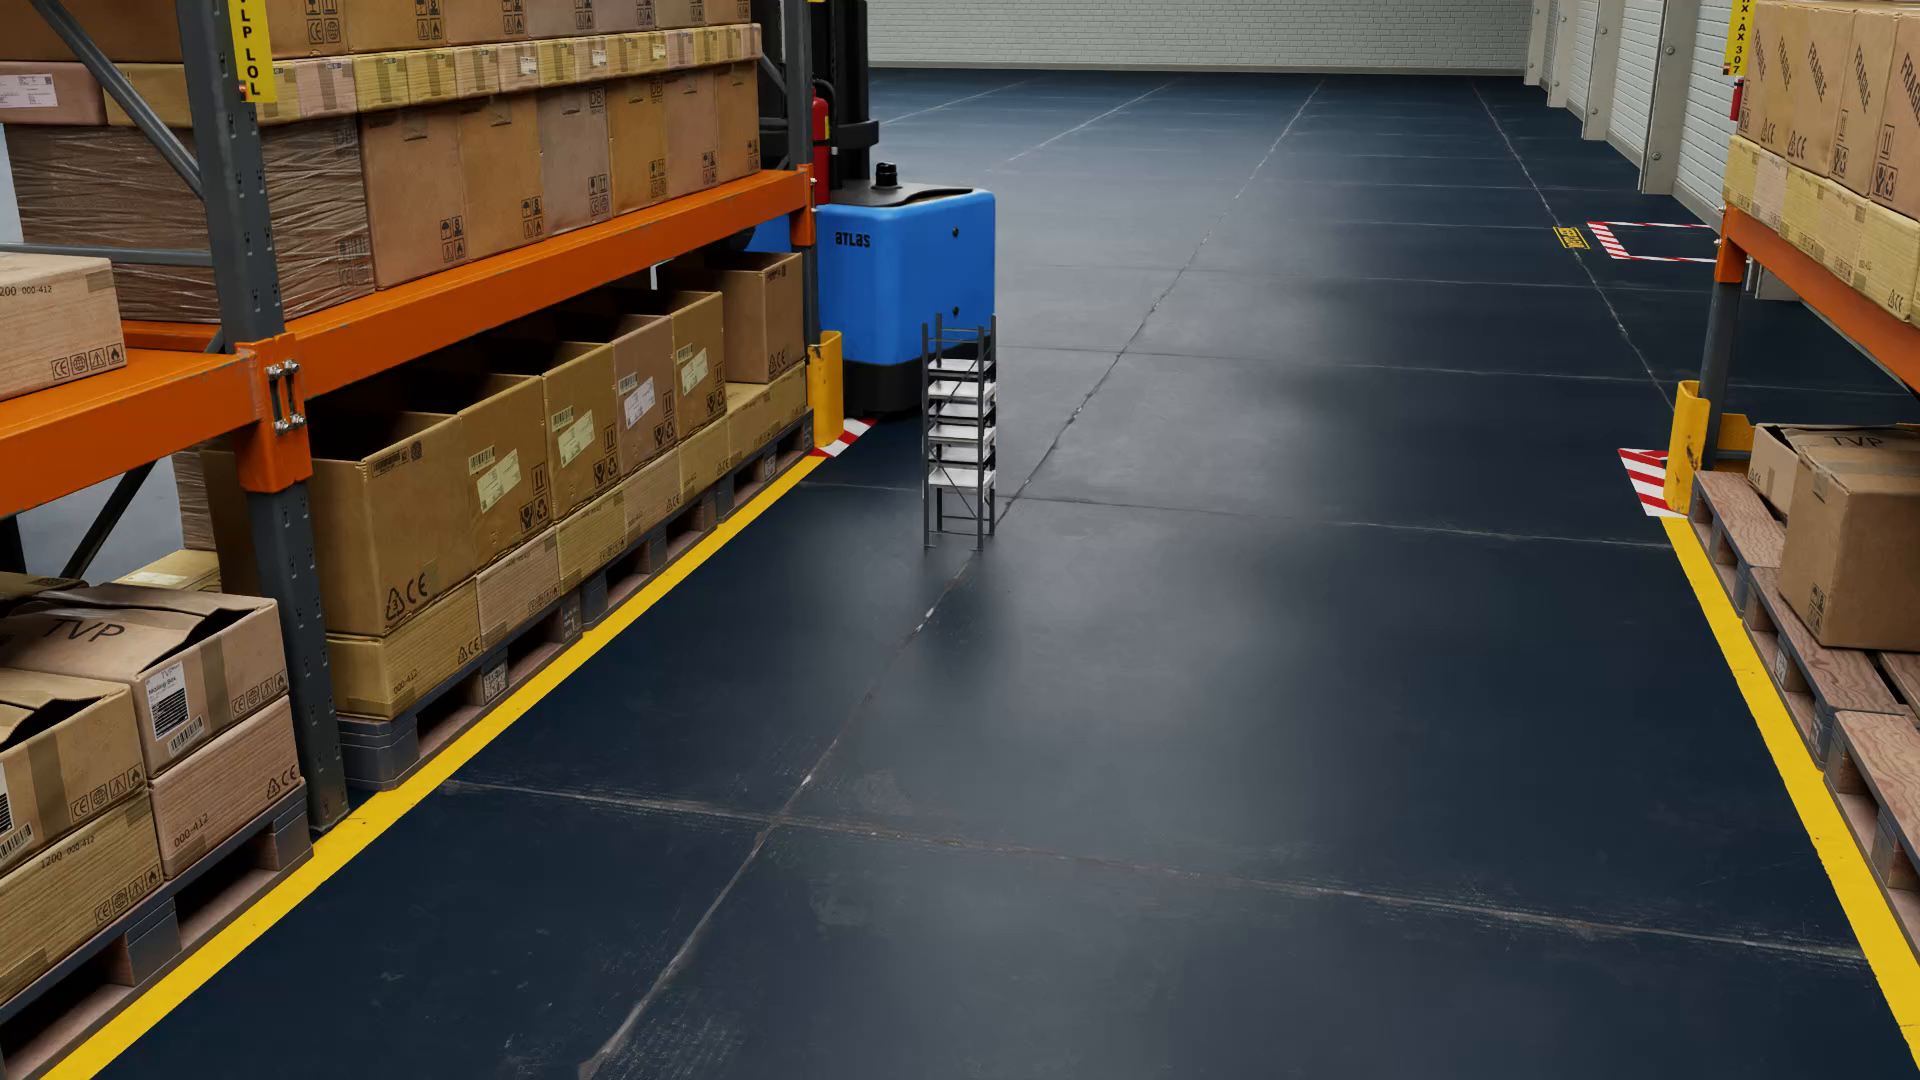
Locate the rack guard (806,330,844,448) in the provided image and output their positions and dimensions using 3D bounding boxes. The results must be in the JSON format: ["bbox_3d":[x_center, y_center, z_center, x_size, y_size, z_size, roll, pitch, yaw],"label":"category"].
[{"bbox_3d":[-1.169,-0.775,8.182,1.175,0.500,0.348,5,19,13],"label":"rack guard"}]

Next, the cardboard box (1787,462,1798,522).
[{"bbox_3d":[3.234,-0.107,5.840,0.500,0.311,0.500,6,20,18],"label":"cardboard box"}]

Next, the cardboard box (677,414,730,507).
[{"bbox_3d":[-1.251,-0.341,6.651,0.500,0.250,0.500,5,19,13],"label":"cardboard box"}]

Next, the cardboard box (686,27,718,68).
[{"bbox_3d":[-1.209,-2.007,6.765,0.380,0.149,0.250,4,19,13],"label":"cardboard box"}]

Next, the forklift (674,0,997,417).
[{"bbox_3d":[-1.306,-2.360,9.061,3.031,2.935,1.130,12,22,32],"label":"forklift"}]

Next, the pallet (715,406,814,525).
[{"bbox_3d":[-1.321,-0.387,7.495,1.003,0.211,1.213,5,19,13],"label":"pallet"}]

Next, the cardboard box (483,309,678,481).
[{"bbox_3d":[-1.371,-0.540,6.071,0.500,0.500,0.500,5,19,13],"label":"cardboard box"}]

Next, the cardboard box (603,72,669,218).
[{"bbox_3d":[-1.552,-1.532,6.377,0.700,0.500,0.500,5,19,14],"label":"cardboard box"}]

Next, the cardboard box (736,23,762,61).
[{"bbox_3d":[-1.084,-2.169,7.240,0.380,0.149,0.250,4,19,12],"label":"cardboard box"}]

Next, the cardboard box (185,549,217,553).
[{"bbox_3d":[-2.119,0.088,5.394,0.500,0.250,0.500,5,19,13],"label":"cardboard box"}]

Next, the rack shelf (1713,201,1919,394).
[{"bbox_3d":[3.141,-0.593,4.895,1.077,0.370,4.000,5,19,13],"label":"rack shelf"}]

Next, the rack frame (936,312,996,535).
[{"bbox_3d":[0.023,-0.455,6.628,0.240,0.900,0.006,5,19,13],"label":"rack frame"}]

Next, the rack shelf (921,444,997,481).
[{"bbox_3d":[-0.002,-0.307,6.575,0.258,0.077,0.200,5,19,13],"label":"rack shelf"}]

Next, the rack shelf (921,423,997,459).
[{"bbox_3d":[-0.002,-0.392,6.545,0.258,0.077,0.200,5,19,13],"label":"rack shelf"}]

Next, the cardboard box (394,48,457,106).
[{"bbox_3d":[-1.714,-1.361,4.874,0.380,0.149,0.250,4,19,13],"label":"cardboard box"}]

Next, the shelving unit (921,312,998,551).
[{"bbox_3d":[-0.002,-0.423,6.535,0.258,0.900,0.210,5,19,13],"label":"shelving unit"}]

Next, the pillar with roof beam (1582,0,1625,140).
[{"bbox_3d":[4.520,-10.093,22.315,9.100,9.000,0.400,5,19,13],"label":"pillar with roof beam"}]

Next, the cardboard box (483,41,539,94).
[{"bbox_3d":[-1.588,-1.524,5.349,0.380,0.149,0.250,4,19,12],"label":"cardboard box"}]

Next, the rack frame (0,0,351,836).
[{"bbox_3d":[-2.152,-0.696,4.085,1.000,3.000,0.127,5,19,13],"label":"rack frame"}]

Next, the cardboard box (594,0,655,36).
[{"bbox_3d":[-1.560,-2.126,6.109,0.700,0.500,0.500,5,19,14],"label":"cardboard box"}]

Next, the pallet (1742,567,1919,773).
[{"bbox_3d":[3.078,0.417,5.141,1.003,0.211,1.213,5,19,13],"label":"pallet"}]

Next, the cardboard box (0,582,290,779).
[{"bbox_3d":[-1.973,0.290,3.933,0.500,0.311,0.500,5,19,13],"label":"cardboard box"}]

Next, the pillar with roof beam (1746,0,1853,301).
[{"bbox_3d":[1.589,-6.332,11.303,9.100,9.000,0.400,5,19,13],"label":"pillar with roof beam"}]

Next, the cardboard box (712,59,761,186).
[{"bbox_3d":[-1.302,-1.852,7.314,0.700,0.500,0.500,5,19,13],"label":"cardboard box"}]

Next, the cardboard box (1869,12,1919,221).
[{"bbox_3d":[2.718,-1.086,4.267,0.500,0.500,0.500,4,19,12],"label":"cardboard box"}]

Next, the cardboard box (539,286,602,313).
[{"bbox_3d":[-1.752,-0.737,6.649,0.500,0.500,0.500,5,19,13],"label":"cardboard box"}]

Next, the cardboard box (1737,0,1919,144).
[{"bbox_3d":[3.221,-1.727,6.145,0.500,0.500,0.500,5,19,13],"label":"cardboard box"}]

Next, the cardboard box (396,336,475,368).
[{"bbox_3d":[-1.999,-0.424,5.732,0.500,0.500,0.500,5,19,13],"label":"cardboard box"}]

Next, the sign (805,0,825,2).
[{"bbox_3d":[-0.652,-2.563,7.392,0.100,0.325,0.005,5,19,13],"label":"sign"}]

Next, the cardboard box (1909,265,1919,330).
[{"bbox_3d":[2.604,-0.573,3.924,0.500,0.250,0.500,5,19,14],"label":"cardboard box"}]

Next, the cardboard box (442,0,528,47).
[{"bbox_3d":[-1.805,-1.812,5.191,0.700,0.500,0.500,5,19,13],"label":"cardboard box"}]

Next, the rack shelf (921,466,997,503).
[{"bbox_3d":[-0.002,-0.221,6.604,0.258,0.077,0.200,5,19,13],"label":"rack shelf"}]

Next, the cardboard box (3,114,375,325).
[{"bbox_3d":[-2.050,-0.883,4.478,0.700,0.500,0.500,4,19,12],"label":"cardboard box"}]

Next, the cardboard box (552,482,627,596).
[{"bbox_3d":[-1.491,-0.028,5.732,0.500,0.250,0.500,5,19,13],"label":"cardboard box"}]

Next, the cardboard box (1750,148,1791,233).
[{"bbox_3d":[3.089,-1.207,5.781,0.500,0.250,0.500,4,19,12],"label":"cardboard box"}]

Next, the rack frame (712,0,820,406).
[{"bbox_3d":[-1.175,-1.950,7.756,1.000,3.000,0.127,5,19,13],"label":"rack frame"}]

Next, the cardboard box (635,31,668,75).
[{"bbox_3d":[-1.336,-1.846,6.293,0.380,0.149,0.250,5,20,15],"label":"cardboard box"}]

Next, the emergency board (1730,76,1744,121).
[{"bbox_3d":[6.404,-3.924,13.536,0.194,1.169,0.643,5,19,13],"label":"emergency board"}]

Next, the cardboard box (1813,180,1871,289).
[{"bbox_3d":[2.833,-0.889,4.851,0.500,0.250,0.500,5,19,14],"label":"cardboard box"}]

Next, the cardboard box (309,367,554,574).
[{"bbox_3d":[-1.621,-0.227,5.154,0.500,0.500,0.500,5,19,13],"label":"cardboard box"}]

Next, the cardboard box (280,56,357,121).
[{"bbox_3d":[-1.838,-1.198,4.396,0.380,0.149,0.250,5,19,14],"label":"cardboard box"}]

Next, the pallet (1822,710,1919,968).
[{"bbox_3d":[2.782,0.800,4.018,1.003,0.211,1.213,5,19,13],"label":"pallet"}]

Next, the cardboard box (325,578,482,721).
[{"bbox_3d":[-1.745,0.285,4.817,0.500,0.250,0.500,5,19,13],"label":"cardboard box"}]

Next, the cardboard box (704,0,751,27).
[{"bbox_3d":[-1.314,-2.449,7.056,0.700,0.500,0.500,5,19,14],"label":"cardboard box"}]

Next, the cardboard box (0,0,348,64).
[{"bbox_3d":[-2.050,-1.497,4.268,0.700,0.500,0.500,5,19,14],"label":"cardboard box"}]

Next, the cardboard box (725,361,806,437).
[{"bbox_3d":[-1.020,-0.656,7.572,0.500,0.250,0.500,5,19,13],"label":"cardboard box"}]

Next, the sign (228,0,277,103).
[{"bbox_3d":[-1.624,-1.167,3.794,0.100,0.325,0.005,5,19,13],"label":"sign"}]

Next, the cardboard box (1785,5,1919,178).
[{"bbox_3d":[2.958,-1.412,5.221,0.500,0.500,0.500,4,19,12],"label":"cardboard box"}]

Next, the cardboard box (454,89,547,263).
[{"bbox_3d":[-1.801,-1.206,5.423,0.700,0.500,0.500,5,19,14],"label":"cardboard box"}]

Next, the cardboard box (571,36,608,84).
[{"bbox_3d":[-1.461,-1.683,5.816,0.380,0.149,0.250,4,19,13],"label":"cardboard box"}]

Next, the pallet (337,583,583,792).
[{"bbox_3d":[-1.917,0.377,5.256,1.003,0.211,1.213,5,19,13],"label":"pallet"}]

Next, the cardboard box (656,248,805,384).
[{"bbox_3d":[-1.018,-1.011,7.450,0.500,0.500,0.500,5,19,13],"label":"cardboard box"}]

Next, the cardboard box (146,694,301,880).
[{"bbox_3d":[-1.973,0.559,4.014,0.500,0.250,0.500,4,19,13],"label":"cardboard box"}]
